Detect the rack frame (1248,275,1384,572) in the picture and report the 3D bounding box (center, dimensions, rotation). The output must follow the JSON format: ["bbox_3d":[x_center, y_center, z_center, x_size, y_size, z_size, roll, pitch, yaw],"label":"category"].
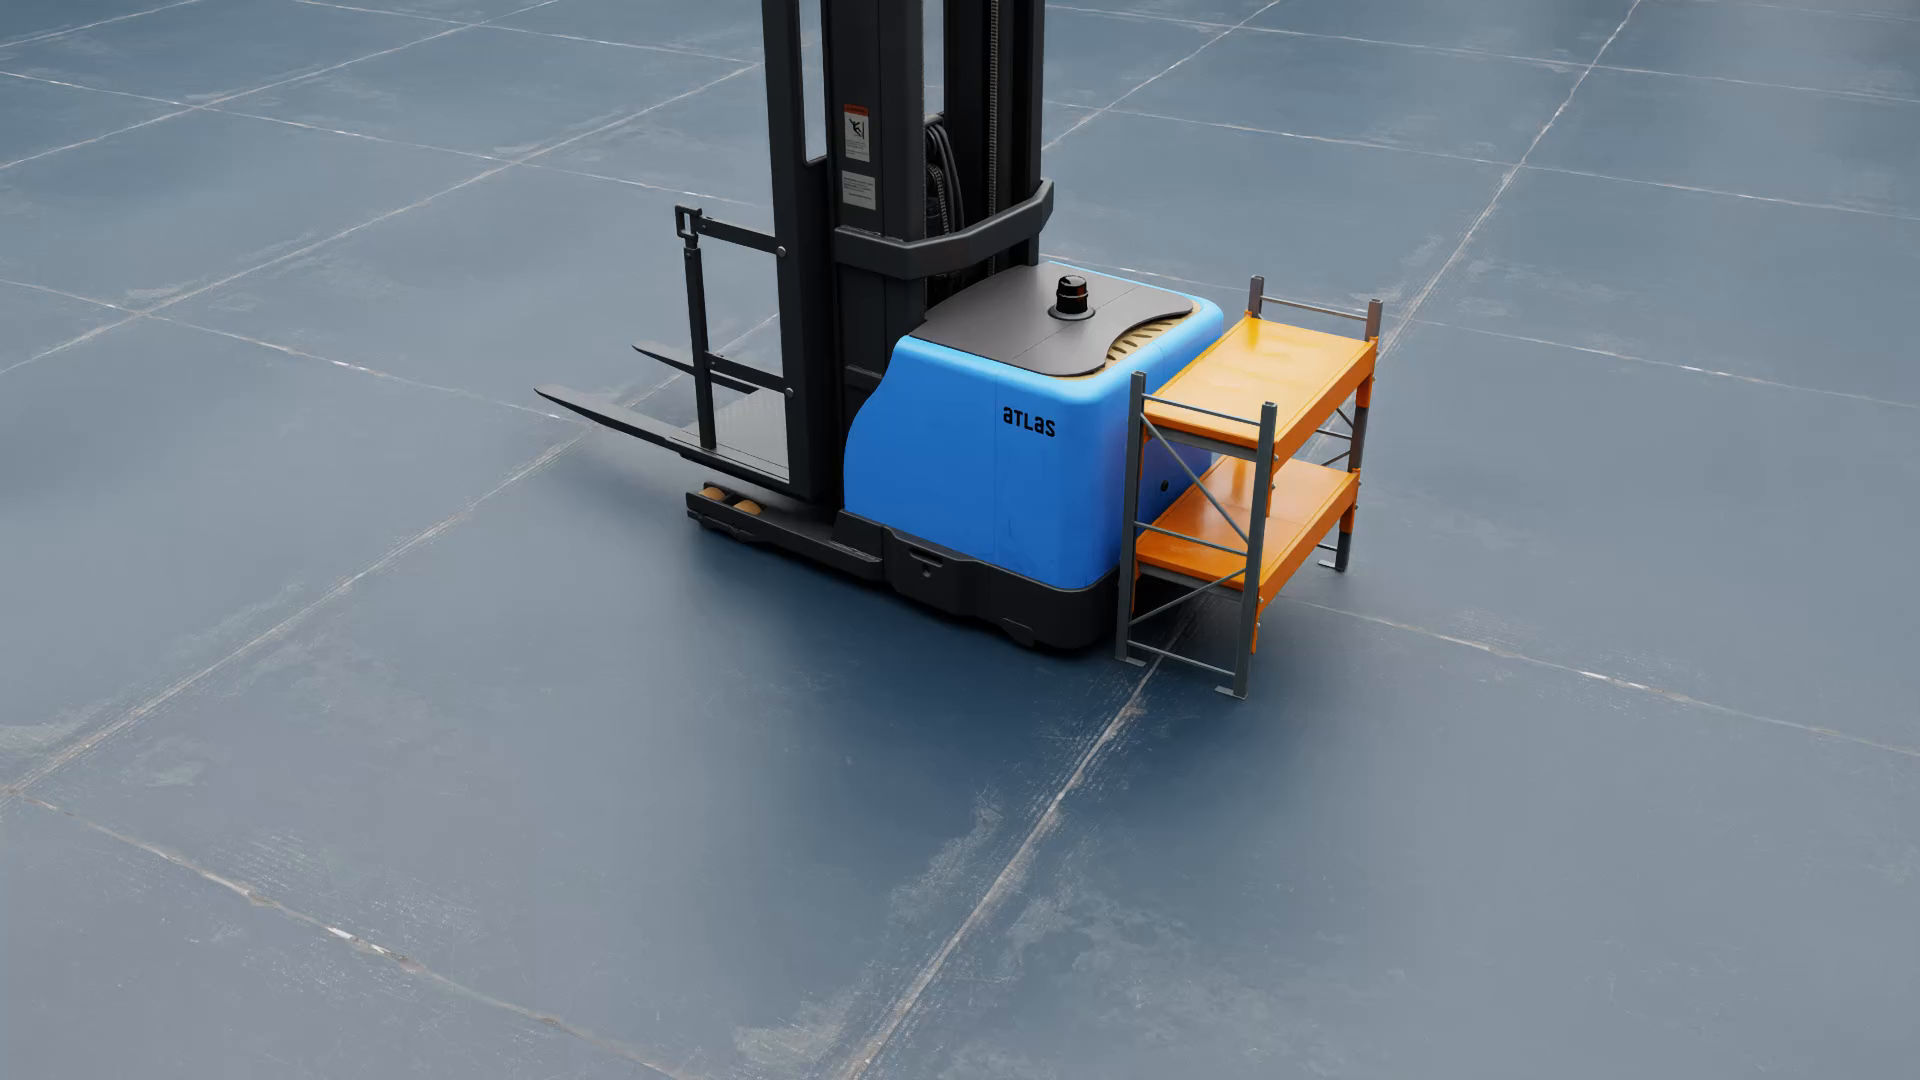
[{"bbox_3d":[1.306,-0.434,6.376,0.500,1.125,0.032,17,34,27],"label":"rack frame"}]

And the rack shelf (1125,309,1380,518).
[{"bbox_3d":[1.043,-0.471,5.853,0.538,0.278,1.000,17,34,27],"label":"rack shelf"}]

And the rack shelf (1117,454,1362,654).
[{"bbox_3d":[1.043,-0.005,6.120,0.538,0.278,1.000,17,34,27],"label":"rack shelf"}]

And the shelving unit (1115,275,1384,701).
[{"bbox_3d":[1.043,-0.217,5.999,0.538,1.125,1.048,17,34,27],"label":"shelving unit"}]

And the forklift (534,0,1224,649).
[{"bbox_3d":[-0.504,-1.454,6.338,3.031,2.935,1.130,20,35,31],"label":"forklift"}]

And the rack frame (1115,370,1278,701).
[{"bbox_3d":[0.781,0.000,5.621,0.500,1.125,0.032,17,34,27],"label":"rack frame"}]
